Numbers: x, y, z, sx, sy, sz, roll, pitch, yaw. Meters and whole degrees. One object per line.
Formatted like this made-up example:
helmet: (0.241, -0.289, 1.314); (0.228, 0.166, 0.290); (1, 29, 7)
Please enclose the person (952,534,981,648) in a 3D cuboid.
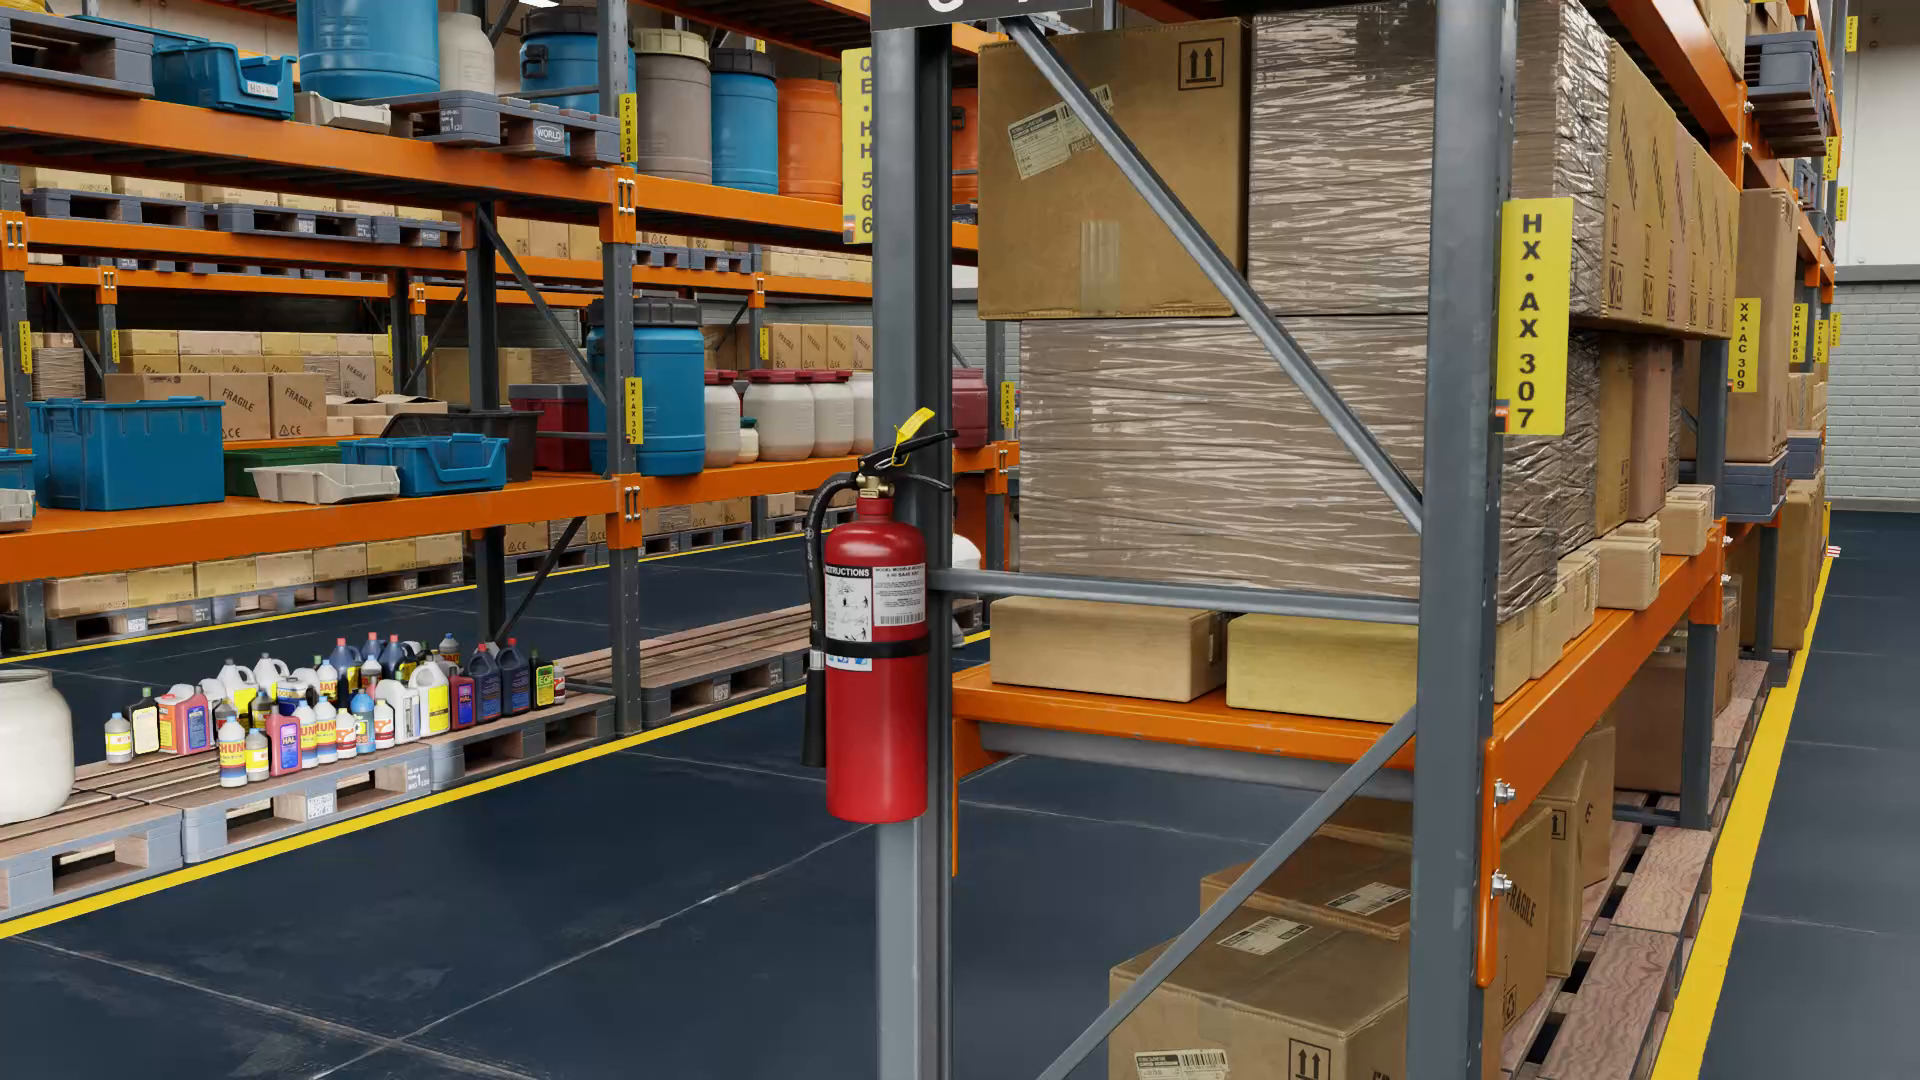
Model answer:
person: (-0.429, 0.322, 11.057); (1.207, 0.778, 0.466); (4, 7, 32)
